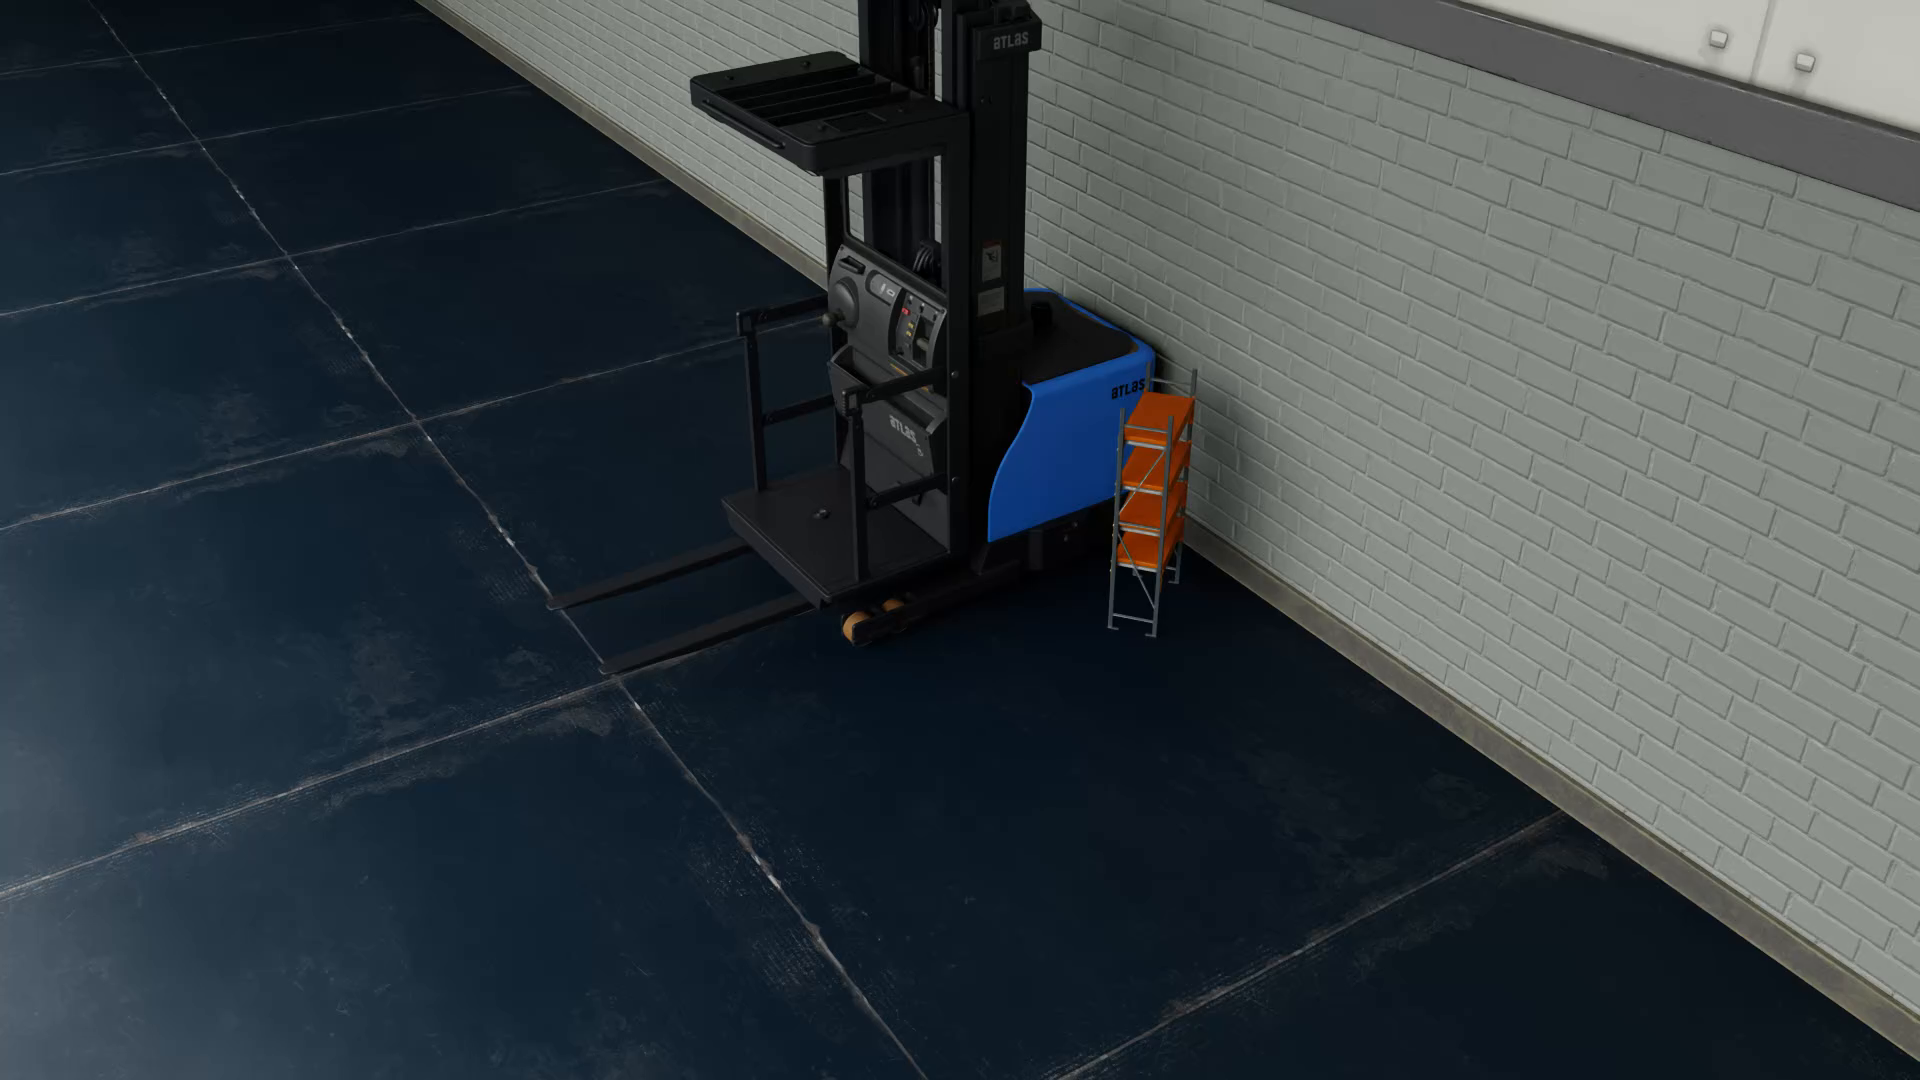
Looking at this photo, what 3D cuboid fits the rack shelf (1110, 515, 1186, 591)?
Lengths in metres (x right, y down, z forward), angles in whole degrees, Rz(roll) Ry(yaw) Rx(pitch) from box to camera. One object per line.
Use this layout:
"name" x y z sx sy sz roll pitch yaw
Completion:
"rack shelf" 0.913 0.040 8.061 0.258 0.148 0.480 10 34 16

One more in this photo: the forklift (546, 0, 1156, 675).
"forklift" -0.518 -1.053 7.672 3.031 2.935 1.130 -20 37 -28

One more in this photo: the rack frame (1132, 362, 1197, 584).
"rack frame" 0.993 -0.308 8.114 0.240 1.200 0.015 10 34 16

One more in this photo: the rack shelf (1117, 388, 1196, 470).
"rack shelf" 0.913 -0.518 7.709 0.258 0.148 0.480 10 34 16

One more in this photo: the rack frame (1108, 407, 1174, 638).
"rack frame" 0.833 -0.062 7.724 0.240 1.200 0.015 10 34 16

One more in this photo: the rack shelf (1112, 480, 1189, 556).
"rack shelf" 0.913 -0.128 7.955 0.258 0.148 0.480 10 34 16

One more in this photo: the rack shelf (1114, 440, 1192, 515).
"rack shelf" 0.913 -0.317 7.835 0.258 0.148 0.480 10 34 16

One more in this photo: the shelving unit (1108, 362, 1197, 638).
"shelving unit" 0.913 -0.185 7.919 0.258 1.200 0.503 10 34 16
